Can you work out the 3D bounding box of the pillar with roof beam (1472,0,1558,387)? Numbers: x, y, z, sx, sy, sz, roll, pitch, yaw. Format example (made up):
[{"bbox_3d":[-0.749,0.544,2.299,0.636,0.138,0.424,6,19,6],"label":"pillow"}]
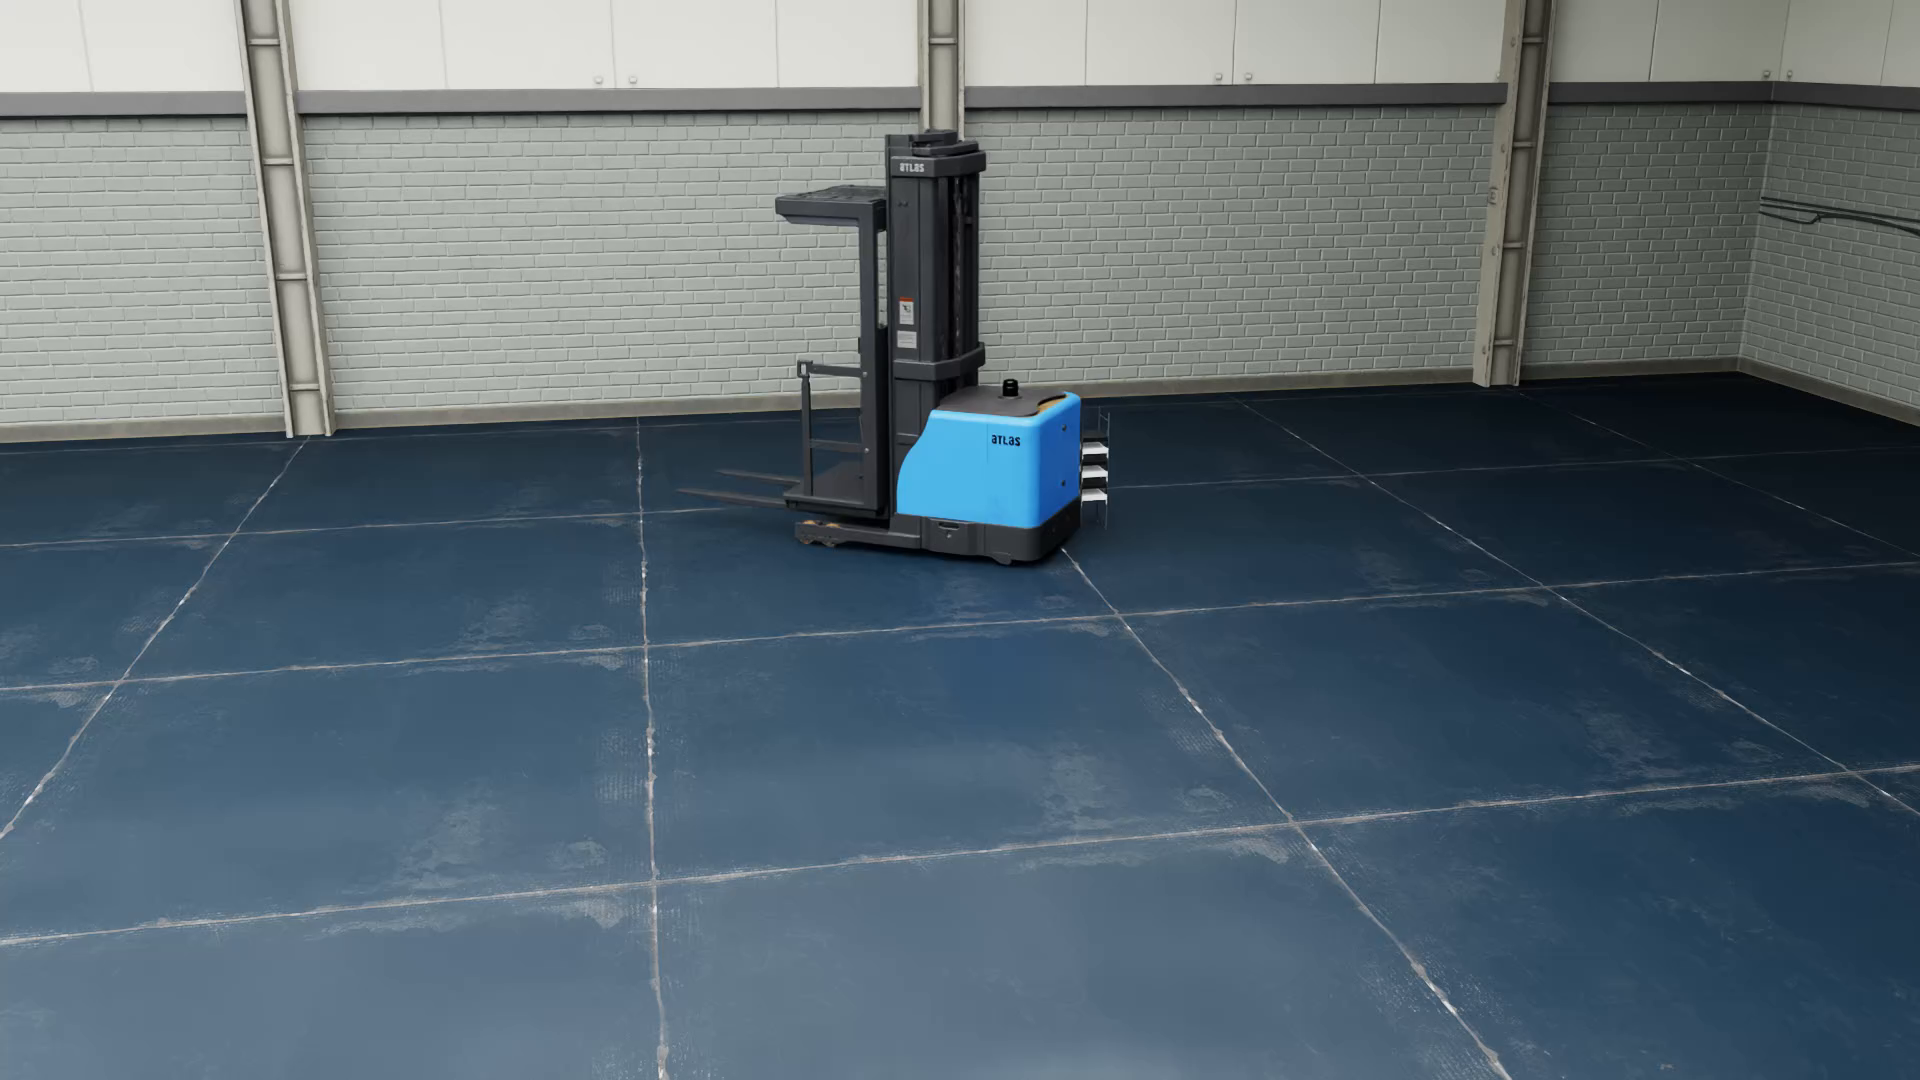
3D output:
[{"bbox_3d":[6.529,-4.732,12.391,0.400,9.000,9.100,-3,17,-10],"label":"pillar with roof beam"}]

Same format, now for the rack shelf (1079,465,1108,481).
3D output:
[{"bbox_3d":[0.979,-0.505,12.536,0.200,0.077,0.258,-4,18,-13],"label":"rack shelf"}]

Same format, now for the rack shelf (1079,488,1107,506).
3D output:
[{"bbox_3d":[0.979,-0.333,12.589,0.200,0.077,0.258,-4,18,-13],"label":"rack shelf"}]

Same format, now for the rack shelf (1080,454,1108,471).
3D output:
[{"bbox_3d":[0.979,-0.591,12.509,0.200,0.077,0.258,-4,18,-13],"label":"rack shelf"}]

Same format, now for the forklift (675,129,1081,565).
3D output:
[{"bbox_3d":[-0.670,-1.489,12.166,3.031,2.935,1.130,7,18,22],"label":"forklift"}]

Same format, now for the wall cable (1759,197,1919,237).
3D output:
[{"bbox_3d":[8.855,-4.271,16.181,0.112,2.526,3.097,-3,17,-10],"label":"wall cable"}]

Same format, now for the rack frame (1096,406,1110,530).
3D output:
[{"bbox_3d":[1.077,-0.543,12.548,0.006,0.900,0.240,-4,18,-13],"label":"rack frame"}]

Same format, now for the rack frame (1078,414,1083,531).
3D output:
[{"bbox_3d":[0.880,-0.530,12.504,0.006,0.900,0.240,-4,18,-13],"label":"rack frame"}]

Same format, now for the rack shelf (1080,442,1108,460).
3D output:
[{"bbox_3d":[0.979,-0.677,12.483,0.200,0.077,0.258,-4,18,-13],"label":"rack shelf"}]

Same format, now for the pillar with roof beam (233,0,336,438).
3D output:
[{"bbox_3d":[-5.253,-4.063,10.215,0.400,9.000,9.100,-3,17,-10],"label":"pillar with roof beam"}]

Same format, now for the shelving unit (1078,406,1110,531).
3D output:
[{"bbox_3d":[0.979,-0.537,12.526,0.210,0.900,0.258,-4,18,-13],"label":"shelving unit"}]

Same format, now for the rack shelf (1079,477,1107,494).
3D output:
[{"bbox_3d":[0.979,-0.419,12.562,0.200,0.077,0.258,-4,18,-13],"label":"rack shelf"}]

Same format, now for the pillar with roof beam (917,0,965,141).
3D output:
[{"bbox_3d":[0.638,-4.398,11.303,0.400,9.000,9.100,-3,17,-10],"label":"pillar with roof beam"}]

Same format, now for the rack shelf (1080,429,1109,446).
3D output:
[{"bbox_3d":[0.979,-0.763,12.457,0.200,0.077,0.258,-4,18,-13],"label":"rack shelf"}]
